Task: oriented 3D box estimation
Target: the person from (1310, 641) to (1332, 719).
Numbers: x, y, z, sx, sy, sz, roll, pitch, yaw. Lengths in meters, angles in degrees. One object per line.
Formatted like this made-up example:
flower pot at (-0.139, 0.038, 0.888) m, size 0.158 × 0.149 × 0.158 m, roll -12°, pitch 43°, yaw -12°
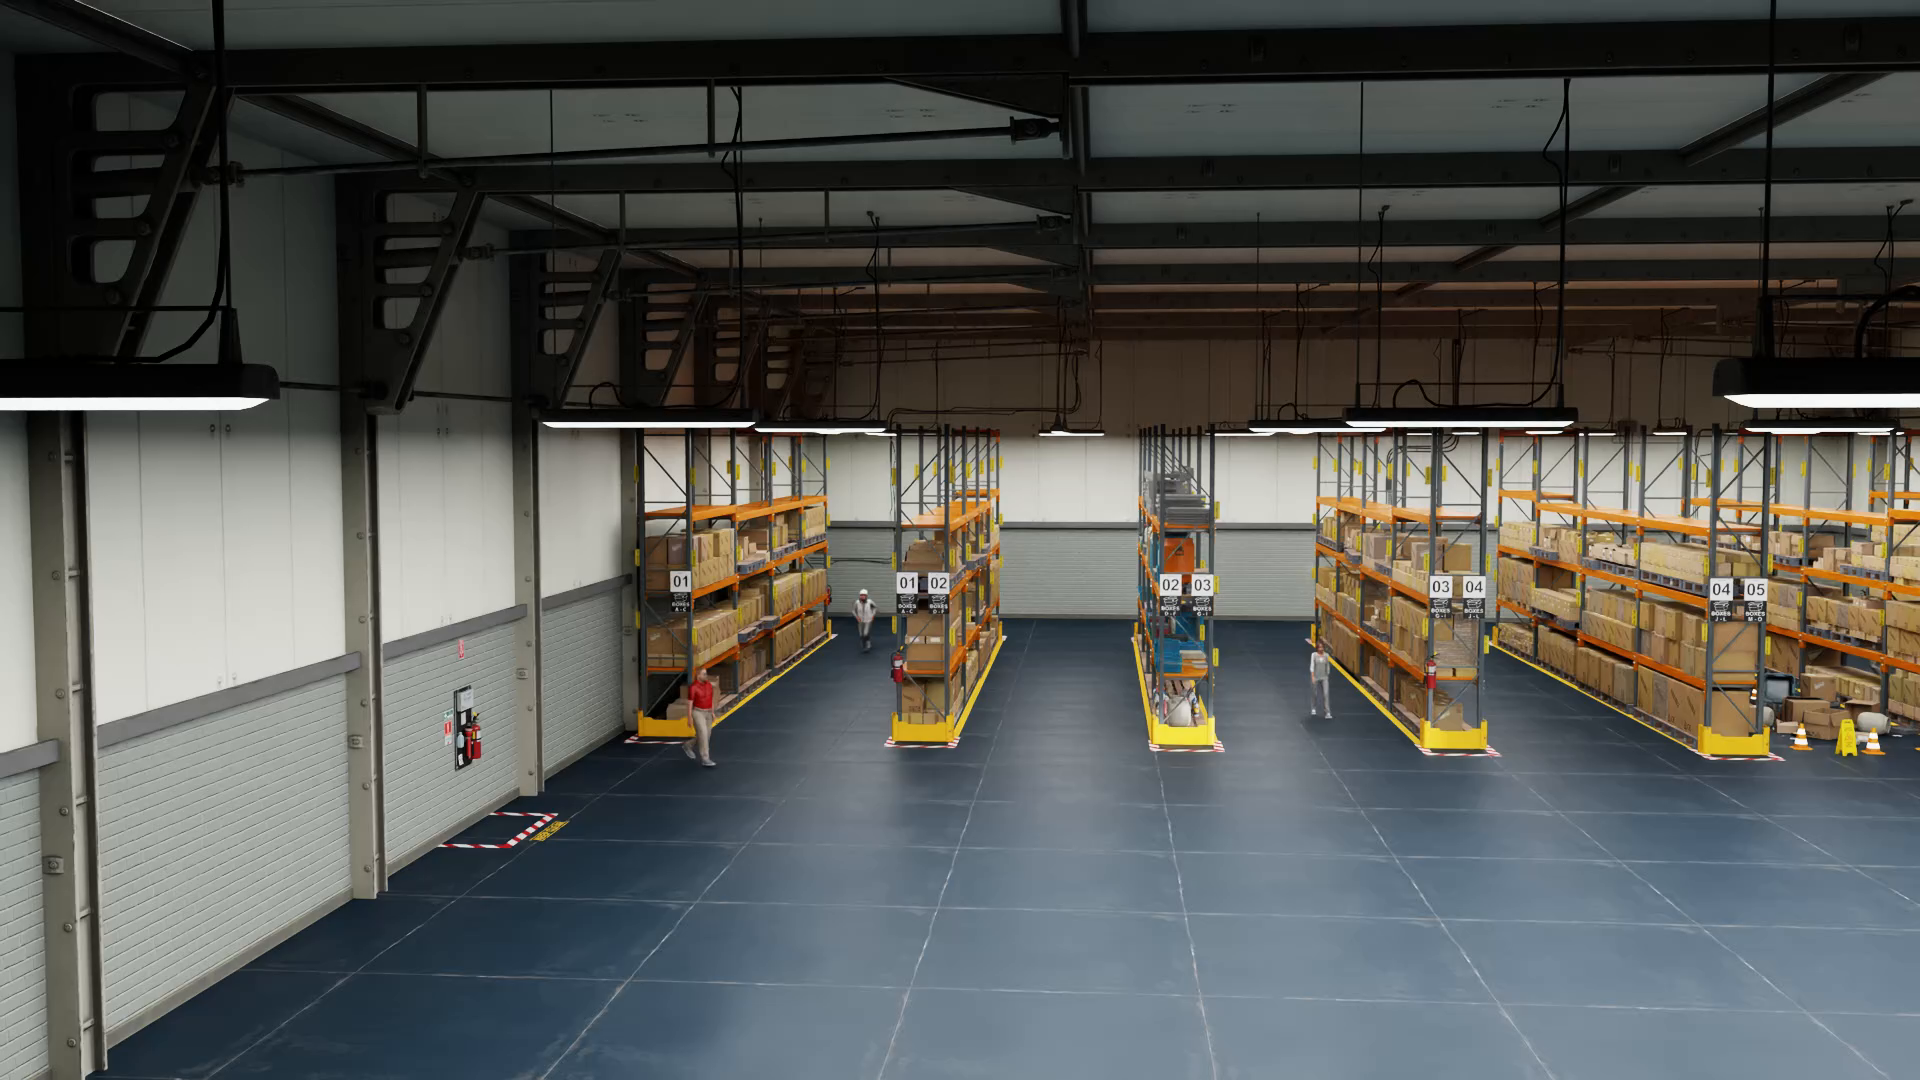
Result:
person at (7.396, 2.858, 34.092) m, size 0.428 × 1.557 × 0.795 m, roll 1°, pitch 4°, yaw 10°

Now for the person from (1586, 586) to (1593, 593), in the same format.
person at (17.177, 2.107, 45.303) m, size 0.574 × 1.723 × 0.457 m, roll -2°, pitch 4°, yaw -29°

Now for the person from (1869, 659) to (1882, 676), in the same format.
person at (21.367, 2.564, 38.598) m, size 0.551 × 1.633 × 0.660 m, roll -1°, pitch 4°, yaw -10°

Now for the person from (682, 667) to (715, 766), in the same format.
person at (-4.558, 3.076, 29.285) m, size 0.871 × 1.684 × 0.591 m, roll 2°, pitch 4°, yaw 32°

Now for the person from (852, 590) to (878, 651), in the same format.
person at (-2.551, 2.162, 44.677) m, size 0.650 × 1.687 × 0.730 m, roll 1°, pitch 4°, yaw 13°
